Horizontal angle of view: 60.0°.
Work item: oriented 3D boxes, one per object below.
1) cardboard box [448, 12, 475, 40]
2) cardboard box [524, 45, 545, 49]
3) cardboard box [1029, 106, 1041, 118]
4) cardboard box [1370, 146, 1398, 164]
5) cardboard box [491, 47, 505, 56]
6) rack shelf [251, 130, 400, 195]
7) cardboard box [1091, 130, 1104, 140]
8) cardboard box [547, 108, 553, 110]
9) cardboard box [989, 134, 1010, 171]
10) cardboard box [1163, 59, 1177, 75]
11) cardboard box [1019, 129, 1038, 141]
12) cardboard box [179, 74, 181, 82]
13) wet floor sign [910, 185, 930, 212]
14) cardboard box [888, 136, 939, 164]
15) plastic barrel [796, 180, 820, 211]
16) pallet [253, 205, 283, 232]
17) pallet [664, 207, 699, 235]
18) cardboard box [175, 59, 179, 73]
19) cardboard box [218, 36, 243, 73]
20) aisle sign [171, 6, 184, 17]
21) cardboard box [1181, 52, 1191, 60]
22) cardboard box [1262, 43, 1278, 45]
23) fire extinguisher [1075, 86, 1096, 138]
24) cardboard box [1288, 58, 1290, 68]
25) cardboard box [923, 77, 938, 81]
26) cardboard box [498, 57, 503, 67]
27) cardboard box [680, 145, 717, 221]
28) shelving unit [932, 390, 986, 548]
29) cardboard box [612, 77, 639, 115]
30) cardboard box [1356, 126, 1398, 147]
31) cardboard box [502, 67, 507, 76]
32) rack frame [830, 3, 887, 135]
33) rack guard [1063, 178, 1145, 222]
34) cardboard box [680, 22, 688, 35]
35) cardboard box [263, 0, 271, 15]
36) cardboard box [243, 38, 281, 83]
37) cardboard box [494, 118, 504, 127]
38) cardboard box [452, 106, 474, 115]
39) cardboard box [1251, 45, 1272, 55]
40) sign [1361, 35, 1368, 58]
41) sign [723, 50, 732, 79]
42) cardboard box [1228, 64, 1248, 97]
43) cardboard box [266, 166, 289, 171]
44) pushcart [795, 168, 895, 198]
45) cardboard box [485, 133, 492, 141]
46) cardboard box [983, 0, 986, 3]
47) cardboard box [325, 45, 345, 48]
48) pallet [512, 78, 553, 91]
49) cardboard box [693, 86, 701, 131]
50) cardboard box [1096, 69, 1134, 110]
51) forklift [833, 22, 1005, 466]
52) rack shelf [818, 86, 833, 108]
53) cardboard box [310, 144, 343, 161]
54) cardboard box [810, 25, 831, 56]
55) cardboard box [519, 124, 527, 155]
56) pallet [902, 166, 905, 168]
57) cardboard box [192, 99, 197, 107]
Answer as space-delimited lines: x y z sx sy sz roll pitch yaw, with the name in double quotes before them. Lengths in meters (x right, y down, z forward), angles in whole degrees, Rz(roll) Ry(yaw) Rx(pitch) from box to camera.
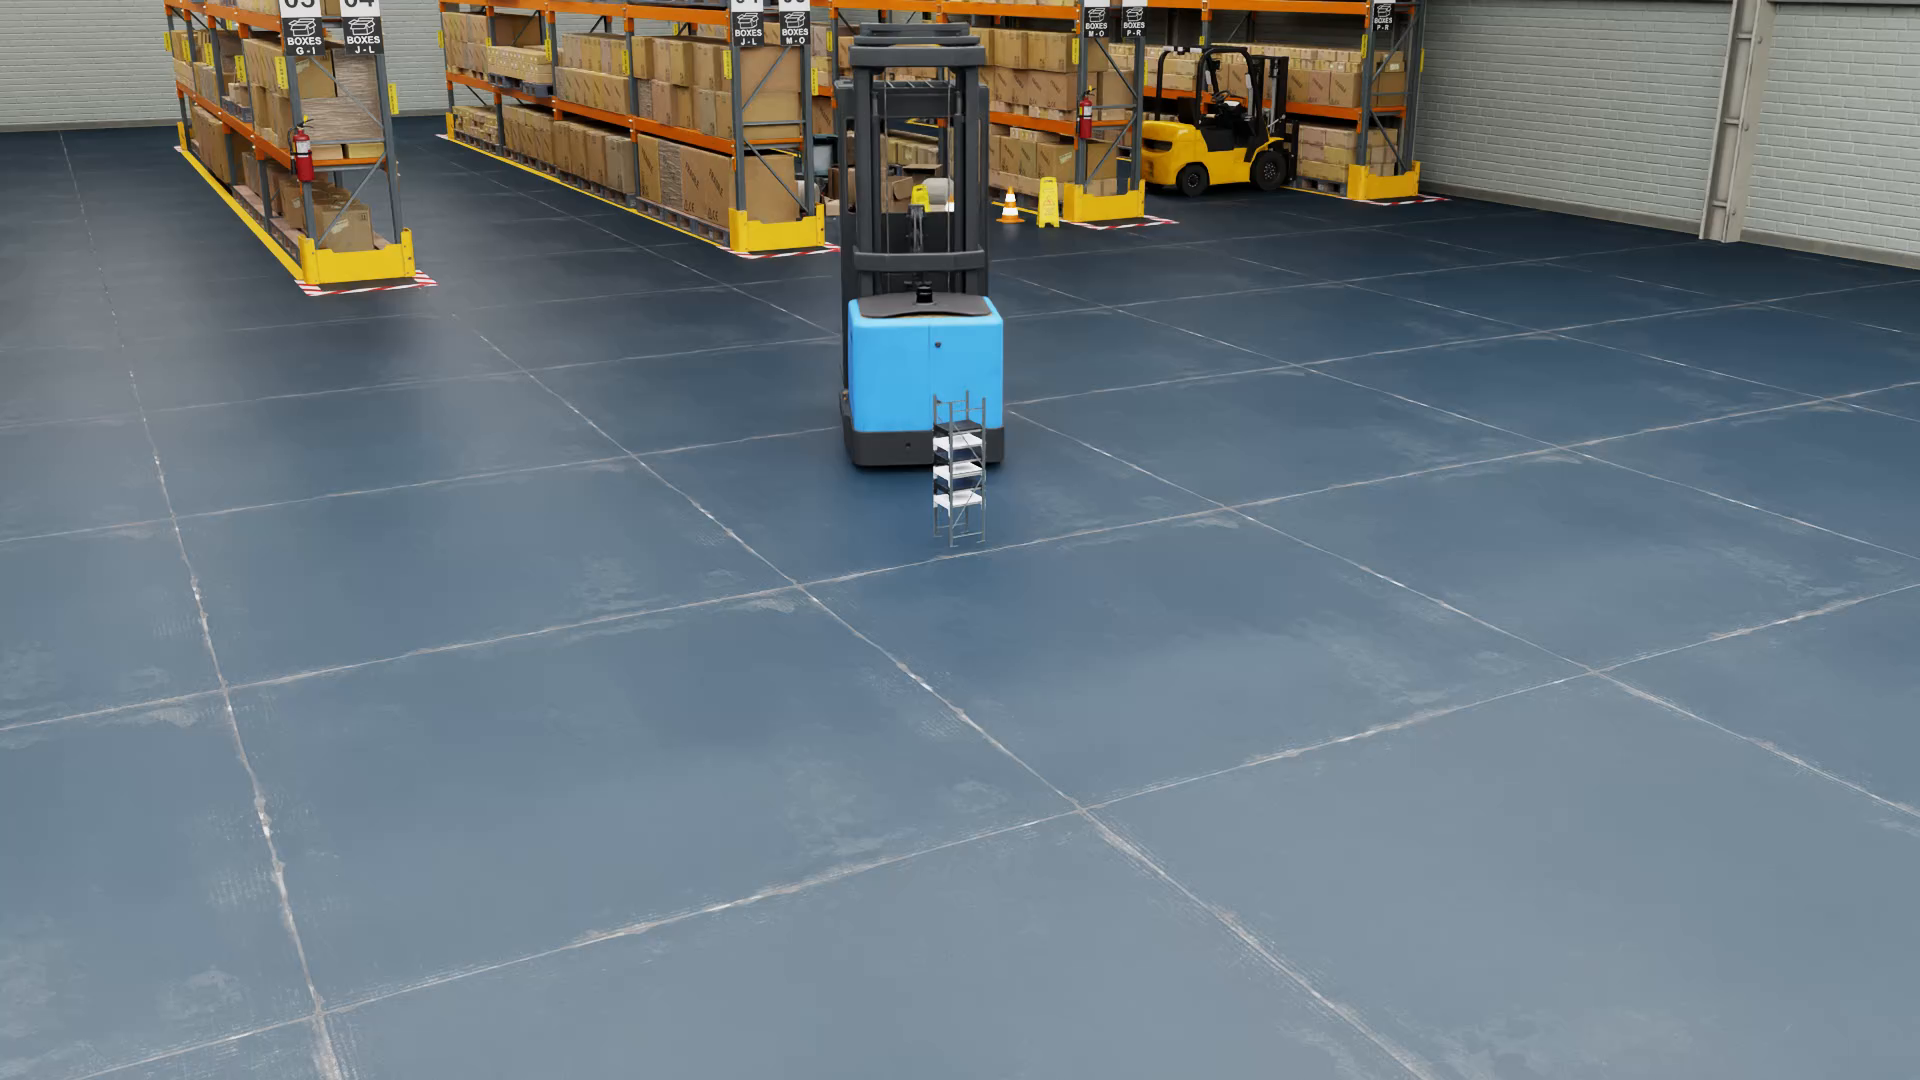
"cardboard box" -9.650 -10.013 32.410 0.500 0.500 0.500 -9 21 -25
"cardboard box" -7.613 -8.794 29.849 0.380 0.149 0.250 -9 21 -24
"cardboard box" 1.196 -6.027 23.383 0.380 0.149 0.250 -10 21 -26
"cardboard box" 6.358 -5.941 25.556 0.500 0.250 0.500 -10 21 -26
"cardboard box" -8.055 -8.616 29.331 0.380 0.149 0.250 -9 21 -25
"rack shelf" -7.640 -4.568 19.875 1.077 0.370 4.000 -10 21 -27
"cardboard box" 2.883 -7.831 31.223 0.875 0.625 0.625 -9 21 -25
"cardboard box" -6.903 -7.416 29.063 0.500 0.250 0.500 -11 22 -29
"cardboard box" 0.684 -5.759 24.644 0.500 0.500 0.500 -9 21 -24
"cardboard box" 3.790 -8.201 28.763 0.500 0.250 0.500 -11 22 -28
"cardboard box" 1.072 -5.786 23.729 0.380 0.149 0.250 -10 21 -26
"cardboard box" -14.040 -8.434 30.360 0.380 0.149 0.250 -10 22 -27
"wet floor sign" -0.521 -4.259 21.485 0.267 0.644 0.232 -14 24 -36
"cardboard box" -0.795 -6.529 27.840 0.950 0.372 0.625 -9 21 -25
"plastic barrel" -2.288 -4.916 23.729 0.512 0.421 0.421 4 19 11
"pallet" -8.960 -4.388 22.523 1.003 0.211 1.213 -10 21 -27
"pallet" -3.301 -4.323 22.335 1.003 0.211 1.213 -10 21 -27
"cardboard box" -14.045 -8.669 30.431 0.500 0.250 0.500 -10 22 -27
"cardboard box" -10.822 -7.365 25.185 0.797 0.503 0.637 -9 21 -25
"aisle sign" -14.586 -10.131 30.906 0.394 0.787 0.004 -10 21 -27
"cardboard box" 4.002 -8.276 28.370 0.380 0.149 0.250 -10 22 -27
"cardboard box" 5.136 -8.085 27.359 0.380 0.149 0.250 -10 22 -27
"fire extinguisher" 1.680 -5.729 22.253 0.296 0.674 0.183 -10 21 -27
"cardboard box" 5.317 -7.499 26.118 0.380 0.149 0.250 -10 21 -27
"cardboard box" -0.355 -7.202 26.147 0.380 0.149 0.250 -10 21 -26
"cardboard box" -7.821 -8.332 28.964 0.380 0.149 0.250 -11 22 -29
"cardboard box" -3.077 -4.704 21.780 0.875 0.875 0.875 -10 22 -28
"shelving unit" -0.004 -0.428 9.991 0.258 0.900 0.210 -10 21 -27
"cardboard box" -4.659 -6.378 23.862 0.500 0.500 0.500 -10 21 -27
"cardboard box" 6.336 -6.178 25.475 0.500 0.250 0.500 -10 22 -27
"cardboard box" -7.701 -8.118 28.799 0.380 0.149 0.250 -11 22 -29
"rack frame" -1.767 -8.166 29.198 1.000 3.000 0.127 -10 21 -27
"rack guard" 1.995 -4.710 23.013 1.175 0.500 0.348 -10 21 -27
"cardboard box" -5.589 -10.800 35.147 0.500 0.500 0.500 -11 22 -28
"cardboard box" -7.382 -5.923 18.330 0.500 0.250 0.500 -10 21 -26
"cardboard box" -8.599 -5.975 20.705 0.500 0.500 0.500 -10 21 -27
"cardboard box" -8.373 -7.712 30.698 0.380 0.149 0.250 -9 21 -25
"cardboard box" -9.925 -8.596 33.258 0.380 0.149 0.250 -11 22 -29
"cardboard box" 4.900 -7.852 26.683 0.380 0.149 0.250 -10 22 -28
"sign" 5.914 -7.219 24.314 0.100 0.325 0.005 -10 21 -27
"sign" -2.761 -5.653 19.777 0.100 0.325 0.005 -10 21 -27
"cardboard box" 4.741 -7.520 27.173 0.500 0.500 0.500 -10 21 -26
"cardboard box" -9.072 -4.828 22.683 0.700 0.500 0.500 -10 21 -27
"pushcart" -1.851 -5.411 25.233 0.936 0.377 1.648 16 25 39
"cardboard box" -8.693 -7.583 31.234 0.380 0.149 0.250 -11 22 -28
"cardboard box" 0.555 -7.895 24.199 0.380 0.149 0.250 -11 22 -28
"cardboard box" -6.943 -5.340 18.865 0.500 0.500 0.500 -10 21 -27
"pallet" -7.052 -7.841 28.551 1.003 0.211 1.213 -10 21 -27
"cardboard box" -2.929 -5.579 21.470 0.875 0.550 0.550 -10 21 -27
"cardboard box" 2.051 -6.236 22.996 0.500 0.500 0.500 -10 22 -27
"forklift" -0.360 -2.329 12.387 1.130 2.935 3.031 -2 19 -6
"rack shelf" -2.717 -8.400 30.979 1.077 0.370 4.000 -10 21 -27
"cardboard box" -7.007 -4.265 18.279 0.380 0.149 0.250 -10 21 -27
"cardboard box" -2.494 -8.940 29.754 0.500 0.500 0.500 -10 21 -26
"cardboard box" -7.344 -6.982 28.956 0.500 0.500 0.500 -10 21 -26
"pallet" -0.239 -5.923 26.972 1.003 0.211 1.213 -10 21 -27
"cardboard box" -13.481 -7.689 30.429 0.875 0.875 0.875 -10 21 -27
